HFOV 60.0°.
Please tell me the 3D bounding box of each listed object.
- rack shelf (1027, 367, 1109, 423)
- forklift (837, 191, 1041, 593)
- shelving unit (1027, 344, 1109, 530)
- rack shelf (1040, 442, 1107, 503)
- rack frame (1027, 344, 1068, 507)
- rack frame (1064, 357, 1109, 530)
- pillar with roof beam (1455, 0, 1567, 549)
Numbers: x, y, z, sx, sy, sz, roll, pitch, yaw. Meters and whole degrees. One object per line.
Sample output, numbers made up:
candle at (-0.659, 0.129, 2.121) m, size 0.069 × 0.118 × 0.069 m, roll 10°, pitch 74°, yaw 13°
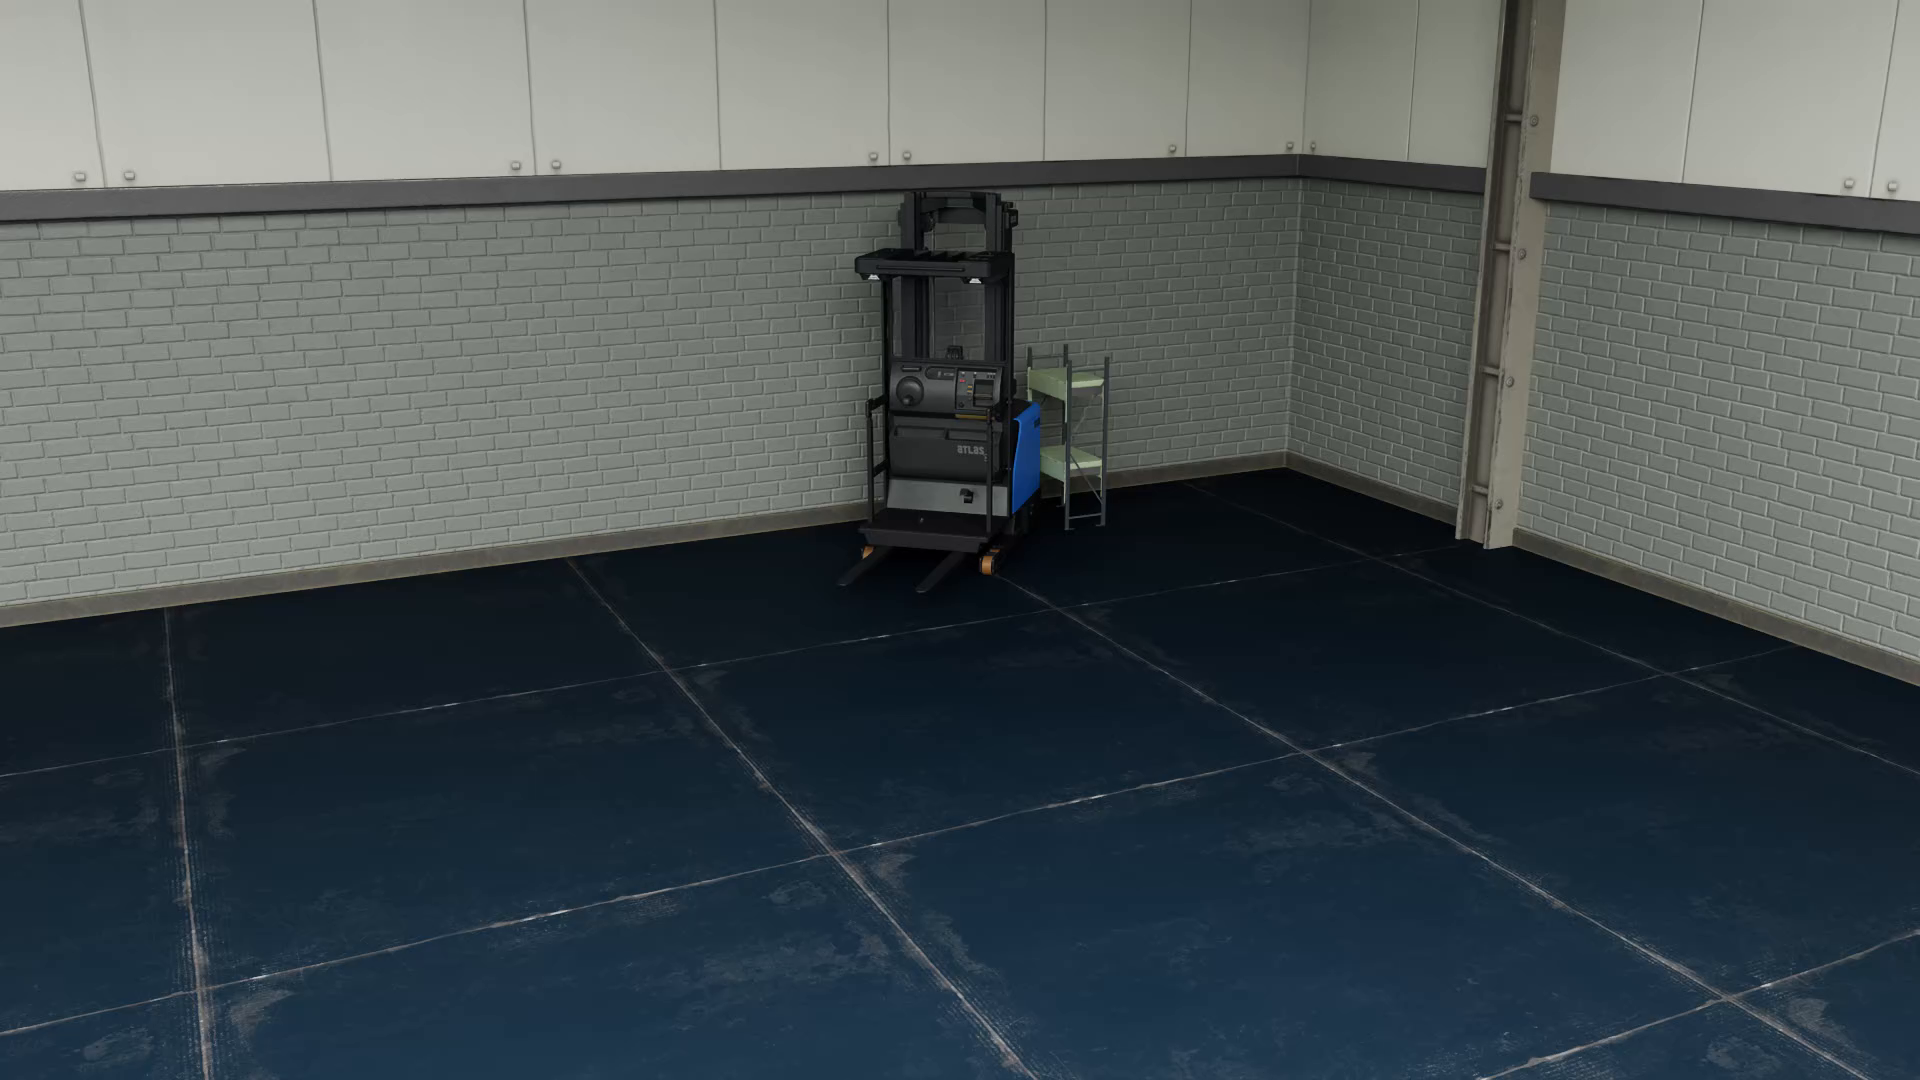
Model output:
rack shelf at (0.942, -1.298, 14.640) m, size 0.431 × 0.370 × 0.720 m, roll -7°, pitch 18°, yaw -24°
forklift at (-0.171, -1.242, 13.267) m, size 1.130 × 2.935 × 3.031 m, roll 4°, pitch 17°, yaw 15°
shelving unit at (0.942, -0.923, 14.748) m, size 0.431 × 1.500 × 0.755 m, roll -7°, pitch 18°, yaw -24°
rack shelf at (0.942, -0.610, 14.838) m, size 0.431 × 0.370 × 0.720 m, roll -7°, pitch 18°, yaw -24°
rack frame at (0.786, -1.014, 15.066) m, size 0.400 × 1.500 × 0.023 m, roll -7°, pitch 18°, yaw -24°
rack frame at (1.099, -0.832, 14.430) m, size 0.400 × 1.500 × 0.023 m, roll -7°, pitch 18°, yaw -24°
pillar with roof beam at (0.613, -3.794, 11.158) m, size 9.100 × 9.000 × 0.400 m, roll -8°, pitch 18°, yaw -25°
